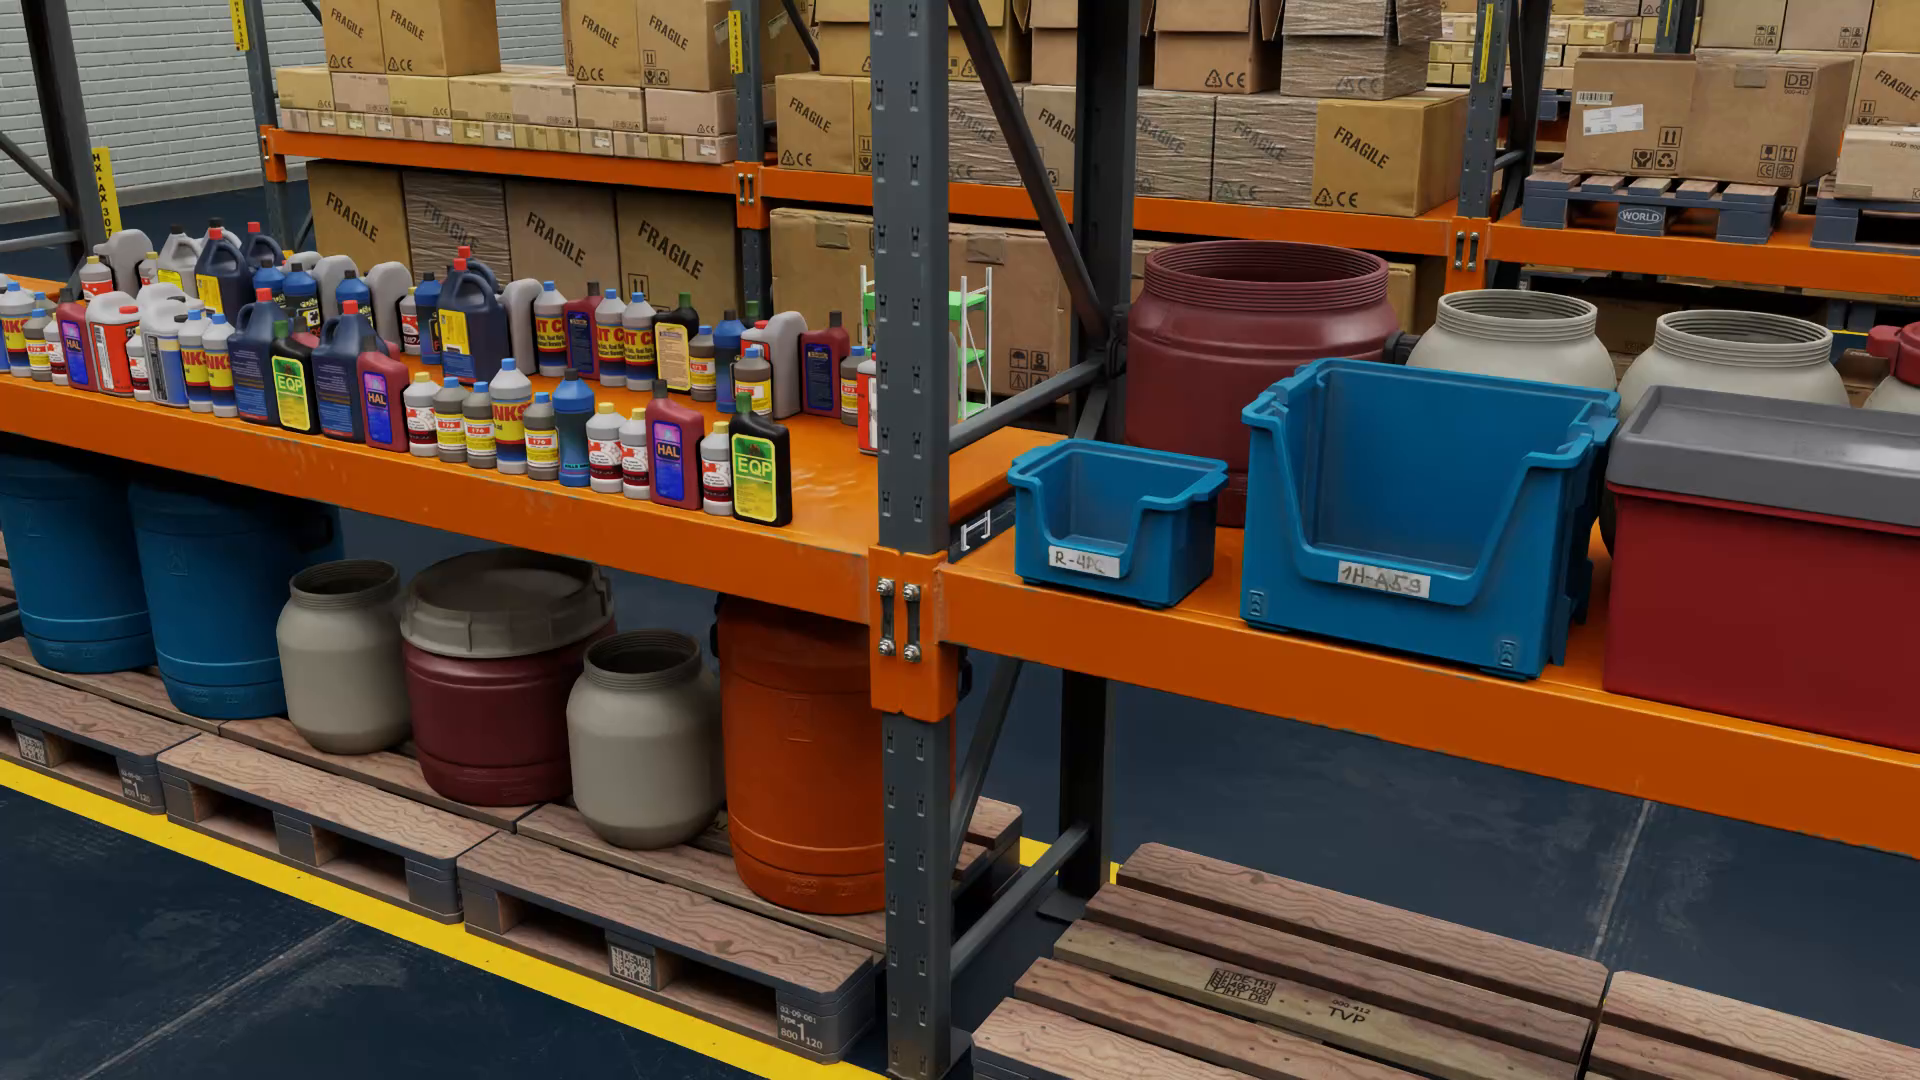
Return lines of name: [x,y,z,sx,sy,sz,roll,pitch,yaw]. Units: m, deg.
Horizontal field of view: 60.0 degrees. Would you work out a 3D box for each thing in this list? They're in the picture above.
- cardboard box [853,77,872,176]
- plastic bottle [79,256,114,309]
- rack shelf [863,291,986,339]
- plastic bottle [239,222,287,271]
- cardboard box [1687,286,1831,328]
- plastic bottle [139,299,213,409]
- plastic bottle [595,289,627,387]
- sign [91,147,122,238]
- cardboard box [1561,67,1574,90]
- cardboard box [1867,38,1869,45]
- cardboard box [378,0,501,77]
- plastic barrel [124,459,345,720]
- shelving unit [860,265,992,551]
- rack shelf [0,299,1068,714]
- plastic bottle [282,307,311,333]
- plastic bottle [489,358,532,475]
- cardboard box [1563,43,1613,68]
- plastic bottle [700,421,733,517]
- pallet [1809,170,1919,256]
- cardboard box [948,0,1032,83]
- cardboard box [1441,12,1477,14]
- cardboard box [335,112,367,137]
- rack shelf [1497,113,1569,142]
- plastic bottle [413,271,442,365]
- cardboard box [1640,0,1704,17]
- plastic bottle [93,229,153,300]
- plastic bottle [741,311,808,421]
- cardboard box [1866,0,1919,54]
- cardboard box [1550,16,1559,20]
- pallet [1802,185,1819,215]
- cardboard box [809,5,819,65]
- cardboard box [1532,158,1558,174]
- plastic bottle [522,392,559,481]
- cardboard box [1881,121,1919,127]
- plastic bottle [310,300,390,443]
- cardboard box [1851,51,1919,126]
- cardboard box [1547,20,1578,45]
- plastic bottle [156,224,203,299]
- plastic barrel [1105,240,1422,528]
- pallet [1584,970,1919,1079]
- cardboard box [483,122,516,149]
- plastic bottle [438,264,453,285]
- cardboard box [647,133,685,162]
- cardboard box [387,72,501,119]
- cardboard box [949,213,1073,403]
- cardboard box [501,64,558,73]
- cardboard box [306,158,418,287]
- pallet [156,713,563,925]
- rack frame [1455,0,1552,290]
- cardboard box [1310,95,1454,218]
cardboard box: [-0.232,-2.244,9.006,0.500,0.500,0.500,11,23,27]
plastic bottle: [-2.909,-0.854,5.611,0.097,0.201,0.097,0,20,0]
rack shelf: [-0.144,-0.983,7.095,0.480,0.148,0.258,11,23,27]
plastic bottle: [-2.243,-0.847,5.374,0.185,0.351,0.144,11,23,27]
cardboard box: [3.609,-0.963,7.541,0.500,0.250,0.500,14,24,33]
plastic bottle: [-2.137,-0.515,4.569,0.135,0.276,0.152,11,23,27]
plastic bottle: [-0.989,-0.580,4.755,0.097,0.271,0.097,0,20,0]
sign: [-3.097,-1.250,6.007,0.005,0.325,0.100,11,23,27]
cardboard box: [4.393,-3.250,11.679,0.250,0.149,0.380,11,23,28]
cardboard box: [8.244,-4.518,15.174,0.250,0.149,0.380,11,23,28]
cardboard box: [-3.264,-3.191,10.446,0.500,0.500,0.500,10,22,26]
plastic barrel: [-2.282,0.046,5.302,0.708,0.901,0.600,11,23,27]
shelving unit: [-0.144,-0.592,7.236,0.503,1.200,0.258,11,23,27]
rack shelf: [-1.621,-0.286,4.809,4.000,0.370,1.077,11,23,27]
plastic bottle: [-1.809,-0.496,4.523,0.097,0.271,0.097,0,20,0]
plastic bottle: [-1.069,-0.299,3.979,0.097,0.271,0.097,0,20,0]
cardboard box: [4.395,-3.391,11.632,0.250,0.149,0.380,11,23,28]
plastic bottle: [-0.528,-0.163,3.707,0.097,0.201,0.097,0,20,0]
pallet: [4.289,-1.359,6.993,1.213,0.211,1.003,11,23,27]
cardboard box: [0.204,-2.728,8.870,0.637,0.503,0.797,11,23,28]
cardboard box: [5.025,-5.219,16.840,0.500,0.250,0.500,11,23,28]
cardboard box: [-3.846,-2.736,10.878,0.250,0.149,0.380,10,22,26]
rack shelf: [3.302,-3.220,12.899,4.000,0.370,1.077,11,23,27]
plastic bottle: [-1.584,-0.670,5.002,0.097,0.271,0.097,0,20,0]
cardboard box: [6.795,-5.241,15.803,0.500,0.500,0.500,10,22,26]
plastic bottle: [-2.865,-0.929,5.709,0.135,0.276,0.152,11,23,27]
plastic bottle: [-0.499,-0.478,4.467,0.135,0.276,0.152,11,23,27]
cardboard box: [6.326,-3.497,10.993,0.500,0.500,0.700,10,22,26]
cardboard box: [4.291,-3.805,12.337,0.250,0.149,0.380,11,23,27]
pallet: [8.055,-3.275,16.084,1.213,0.211,1.003,11,23,27]
cardboard box: [-1.199,-4.505,14.802,0.500,0.500,0.500,11,23,27]
cardboard box: [4.323,-2.636,12.184,0.500,0.250,0.500,10,22,26]
plastic bottle: [-0.984,-0.250,3.947,0.097,0.201,0.097,0,20,0]
cardboard box: [4.128,-1.703,7.243,0.258,0.266,0.396,10,22,26]
plastic bottle: [-1.552,-0.437,4.245,0.185,0.351,0.144,11,23,27]
cardboard box: [6.194,-2.950,10.952,0.500,0.500,0.500,11,23,27]
cardboard box: [4.179,-3.572,11.694,0.250,0.149,0.380,10,22,27]
plastic bottle: [-2.475,-0.835,5.341,0.185,0.351,0.144,11,23,27]
plastic barrel: [0.678,-0.368,3.782,0.708,0.536,0.600,11,23,27]
pallet: [1.844,1.363,3.298,1.213,0.211,1.003,11,23,27]
cardboard box: [-2.721,-2.523,10.289,0.250,0.149,0.380,11,23,28]
plastic bottle: [-1.561,-0.702,5.073,0.133,0.283,0.061,11,23,27]
cardboard box: [-1.602,-2.309,9.700,0.250,0.149,0.380,11,23,28]
cardboard box: [-3.262,-2.836,10.569,0.500,0.250,0.500,10,22,26]
cardboard box: [0.398,-1.381,9.273,0.875,0.875,1.225,10,22,25]
cardboard box: [-3.004,-2.995,11.007,0.500,0.250,0.500,10,22,25]
cardboard box: [-3.845,-2.212,11.565,0.875,0.875,0.875,11,23,27]
pallet: [-1.644,0.697,5.133,1.213,0.211,1.003,11,23,27]
rack frame: [2.541,-1.766,7.835,0.127,3.000,1.000,11,23,27]
cardboard box: [1.989,-1.821,7.840,0.500,0.500,0.500,12,23,29]
